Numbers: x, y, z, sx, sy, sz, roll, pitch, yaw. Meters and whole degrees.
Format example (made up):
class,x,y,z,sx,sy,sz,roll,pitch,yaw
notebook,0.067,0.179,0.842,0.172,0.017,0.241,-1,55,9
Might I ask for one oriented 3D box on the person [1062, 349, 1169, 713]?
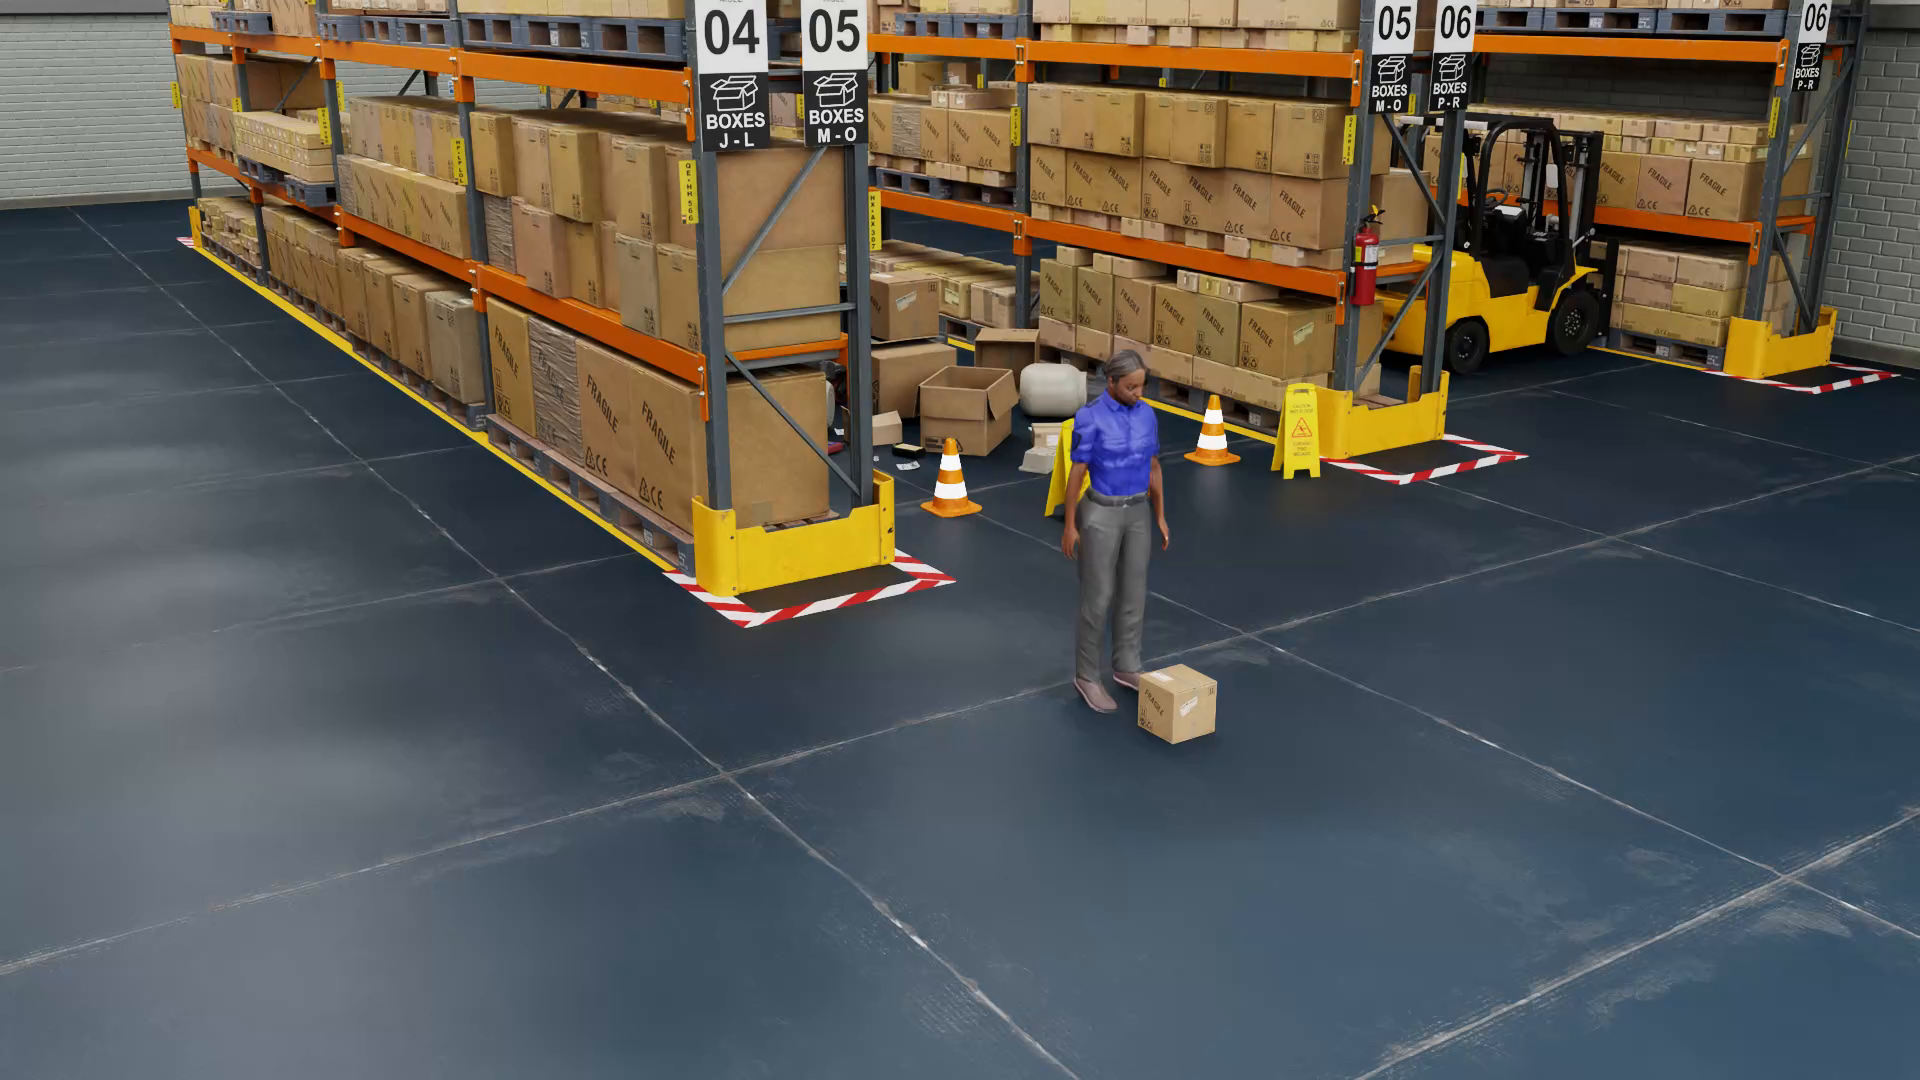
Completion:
class,x,y,z,sx,sy,sz,roll,pitch,yaw
person,0.752,-0.049,7.706,0.525,1.692,0.373,-11,21,-30
